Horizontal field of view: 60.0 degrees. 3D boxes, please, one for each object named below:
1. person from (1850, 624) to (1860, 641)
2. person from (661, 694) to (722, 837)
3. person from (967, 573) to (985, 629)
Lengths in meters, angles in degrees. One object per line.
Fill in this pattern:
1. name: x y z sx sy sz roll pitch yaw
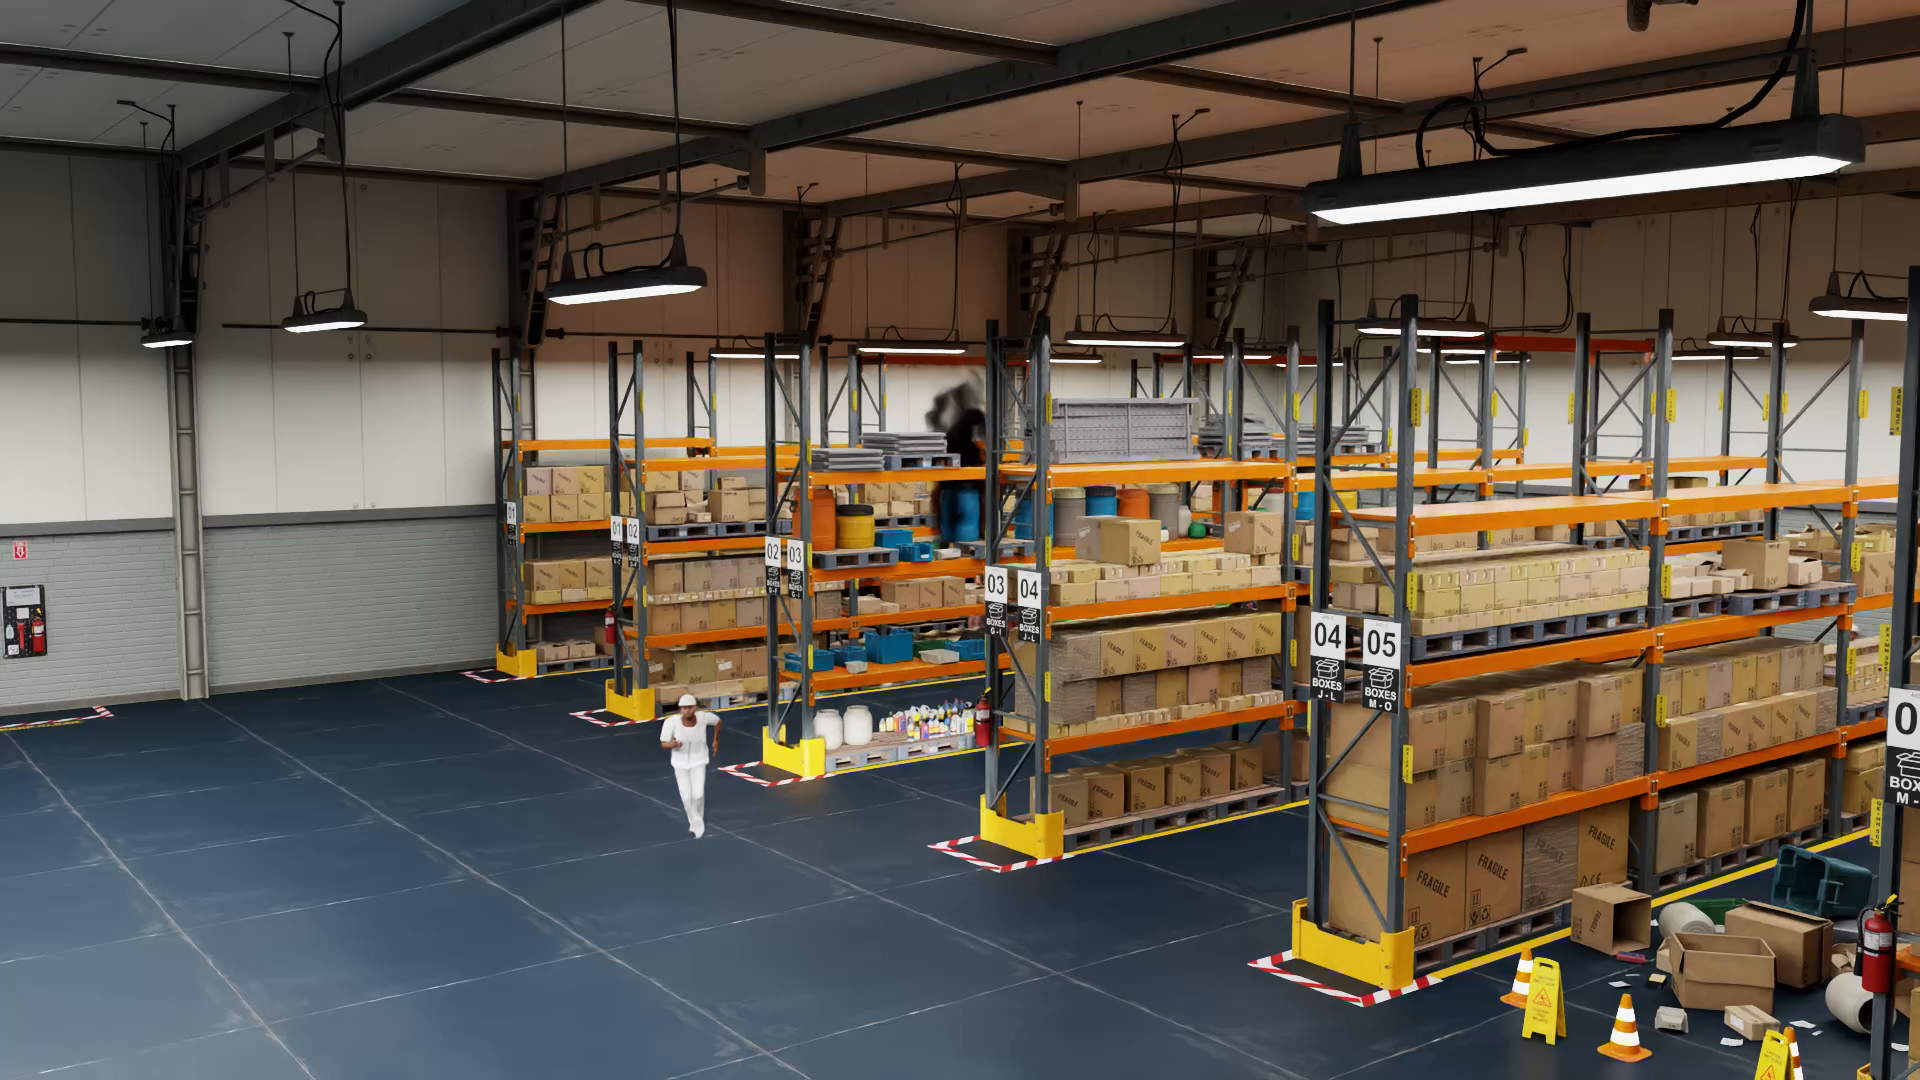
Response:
1. person: 12.993 2.131 24.312 0.778 1.831 0.642 -4 6 -35
2. person: -3.107 2.600 19.228 0.669 1.700 0.823 0 5 -3
3. person: 0.392 1.462 32.986 0.571 1.608 0.578 -4 6 -39
